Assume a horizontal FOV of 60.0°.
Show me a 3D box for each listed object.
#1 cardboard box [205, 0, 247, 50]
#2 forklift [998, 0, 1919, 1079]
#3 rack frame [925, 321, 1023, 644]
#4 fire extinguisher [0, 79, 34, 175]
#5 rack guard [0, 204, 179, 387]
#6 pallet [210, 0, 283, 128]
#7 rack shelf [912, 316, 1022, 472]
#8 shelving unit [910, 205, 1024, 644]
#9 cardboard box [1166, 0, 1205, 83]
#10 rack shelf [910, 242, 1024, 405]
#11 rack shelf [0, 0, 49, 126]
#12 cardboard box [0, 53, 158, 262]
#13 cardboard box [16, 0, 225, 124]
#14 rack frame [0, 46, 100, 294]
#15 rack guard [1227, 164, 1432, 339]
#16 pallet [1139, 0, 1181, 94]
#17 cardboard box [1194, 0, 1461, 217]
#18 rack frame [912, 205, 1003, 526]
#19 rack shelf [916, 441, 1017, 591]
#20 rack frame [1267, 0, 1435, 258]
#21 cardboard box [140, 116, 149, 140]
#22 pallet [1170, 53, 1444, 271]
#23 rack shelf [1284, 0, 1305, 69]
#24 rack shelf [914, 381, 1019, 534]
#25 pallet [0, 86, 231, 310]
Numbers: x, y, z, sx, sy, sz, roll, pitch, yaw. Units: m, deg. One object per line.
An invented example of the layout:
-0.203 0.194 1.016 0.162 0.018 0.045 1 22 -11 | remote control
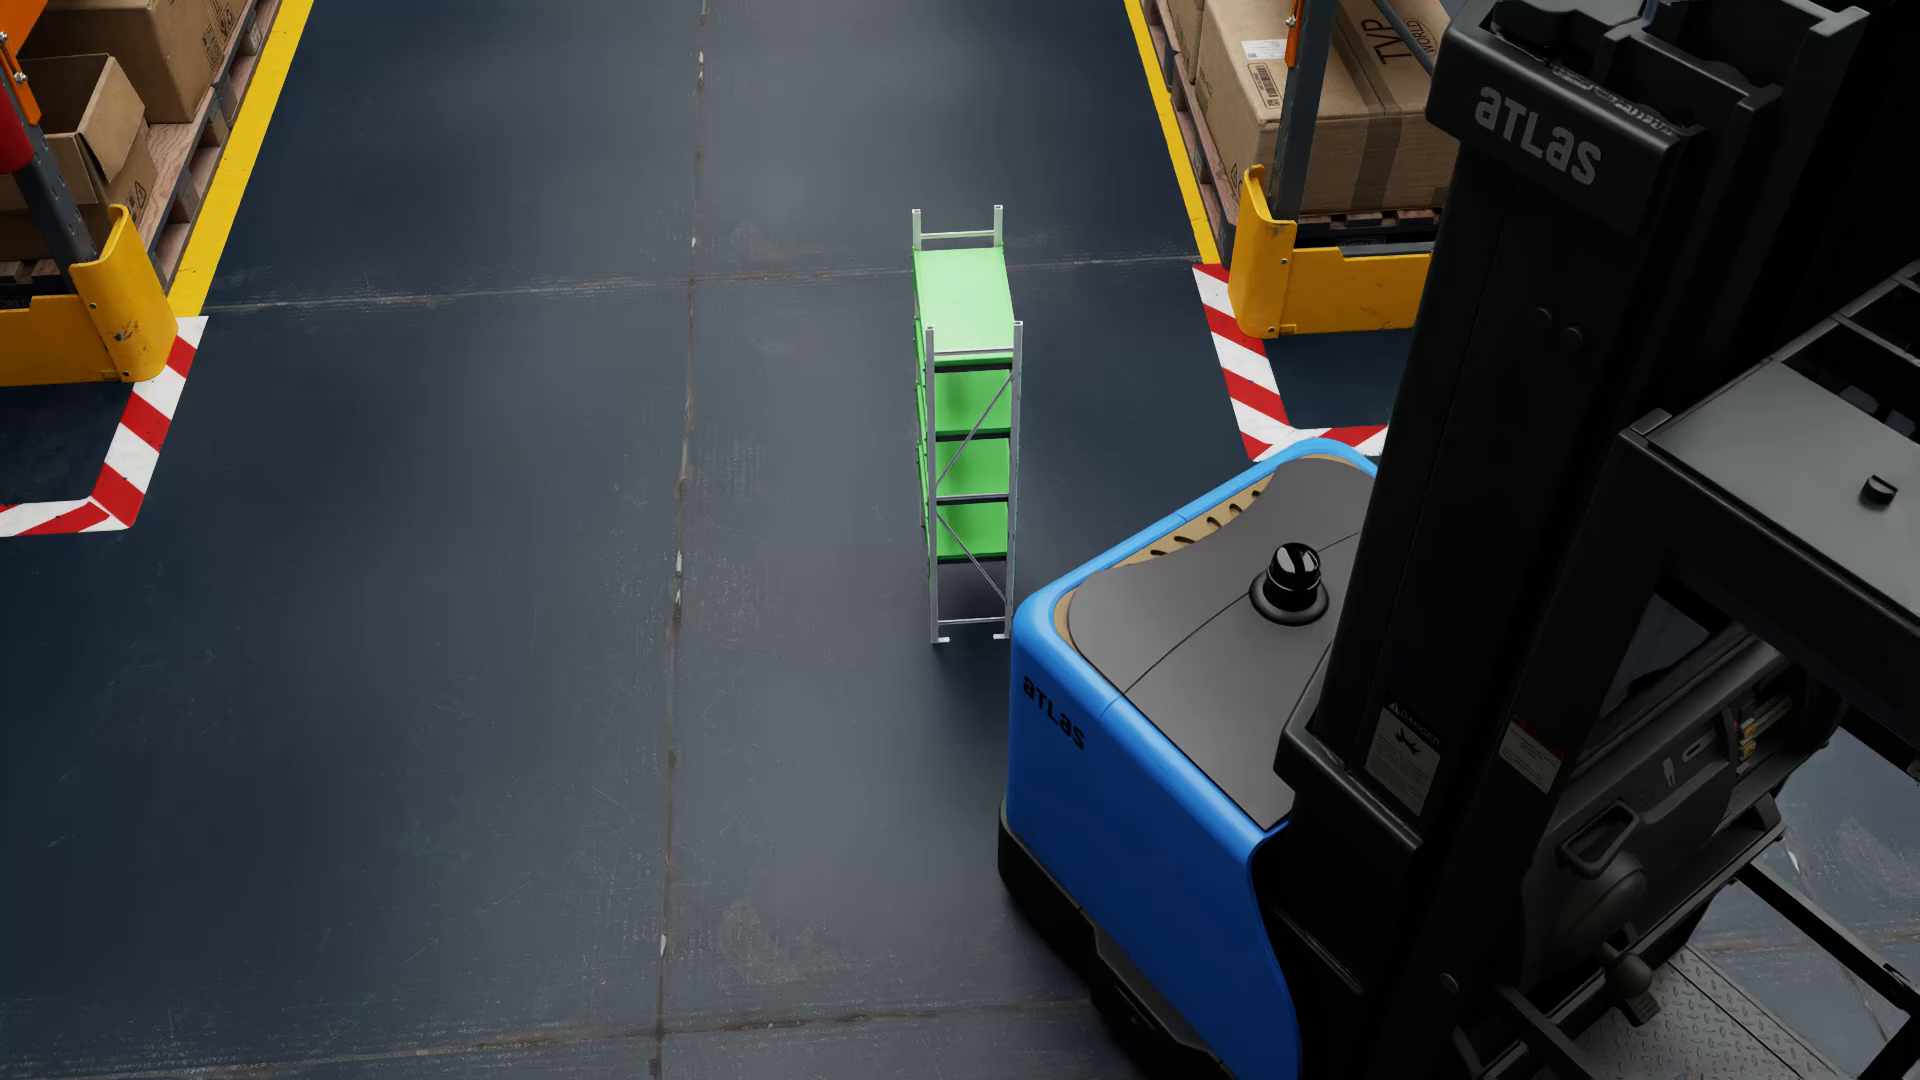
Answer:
-3.306 -2.360 6.852 0.500 0.500 0.500 -3 47 -3 | cardboard box
1.385 0.523 2.736 1.130 2.935 3.031 -29 53 -24 | forklift
0.034 -0.116 4.534 0.240 1.200 0.015 -3 47 -3 | rack frame
-2.899 -1.384 4.805 0.296 0.674 0.183 -3 47 -3 | fire extinguisher
-3.378 -0.813 5.676 1.175 0.500 0.348 -3 47 -3 | rack guard
-3.545 -2.171 7.161 1.003 0.211 1.213 -3 47 -3 | pallet
0.014 -0.414 4.573 0.258 0.148 0.480 -3 47 -3 | rack shelf
0.014 -0.293 4.701 0.258 1.200 0.503 -3 47 -3 | shelving unit
1.335 -2.318 6.855 0.875 0.438 0.875 -2 47 -2 | cardboard box
0.014 -0.579 4.399 0.258 0.148 0.480 -3 47 -3 | rack shelf
-3.539 -2.817 6.348 1.077 0.370 4.000 -3 47 -3 | rack shelf
-3.328 -1.352 5.894 0.797 0.503 0.637 -5 47 -5 | cardboard box
-3.361 -1.971 6.484 0.700 0.500 0.500 -2 47 -2 | cardboard box
-3.372 -1.617 4.716 1.000 3.000 0.127 -3 47 -3 | rack frame
1.576 -1.045 5.895 1.175 0.500 0.348 -3 47 -3 | rack guard
1.331 -2.417 7.394 1.003 0.211 1.213 -3 47 -3 | pallet
1.420 -1.657 6.228 0.875 0.438 0.875 -5 47 -5 | cardboard box
-0.007 -0.469 4.868 0.240 1.200 0.015 -3 47 -3 | rack frame
0.014 -0.084 4.922 0.258 0.148 0.480 -3 47 -3 | rack shelf
1.574 -1.922 5.004 1.000 3.000 0.127 -3 47 -3 | rack frame
-3.325 -1.540 6.316 0.380 0.149 0.250 -5 47 -5 | cardboard box
1.430 -1.537 6.560 1.003 0.211 1.213 -3 47 -3 | pallet
1.407 -3.122 6.636 1.077 0.370 4.000 -3 47 -3 | rack shelf
0.014 -0.249 4.747 0.258 0.148 0.480 -3 47 -3 | rack shelf
-3.446 -1.290 6.327 1.003 0.211 1.213 -3 47 -3 | pallet
